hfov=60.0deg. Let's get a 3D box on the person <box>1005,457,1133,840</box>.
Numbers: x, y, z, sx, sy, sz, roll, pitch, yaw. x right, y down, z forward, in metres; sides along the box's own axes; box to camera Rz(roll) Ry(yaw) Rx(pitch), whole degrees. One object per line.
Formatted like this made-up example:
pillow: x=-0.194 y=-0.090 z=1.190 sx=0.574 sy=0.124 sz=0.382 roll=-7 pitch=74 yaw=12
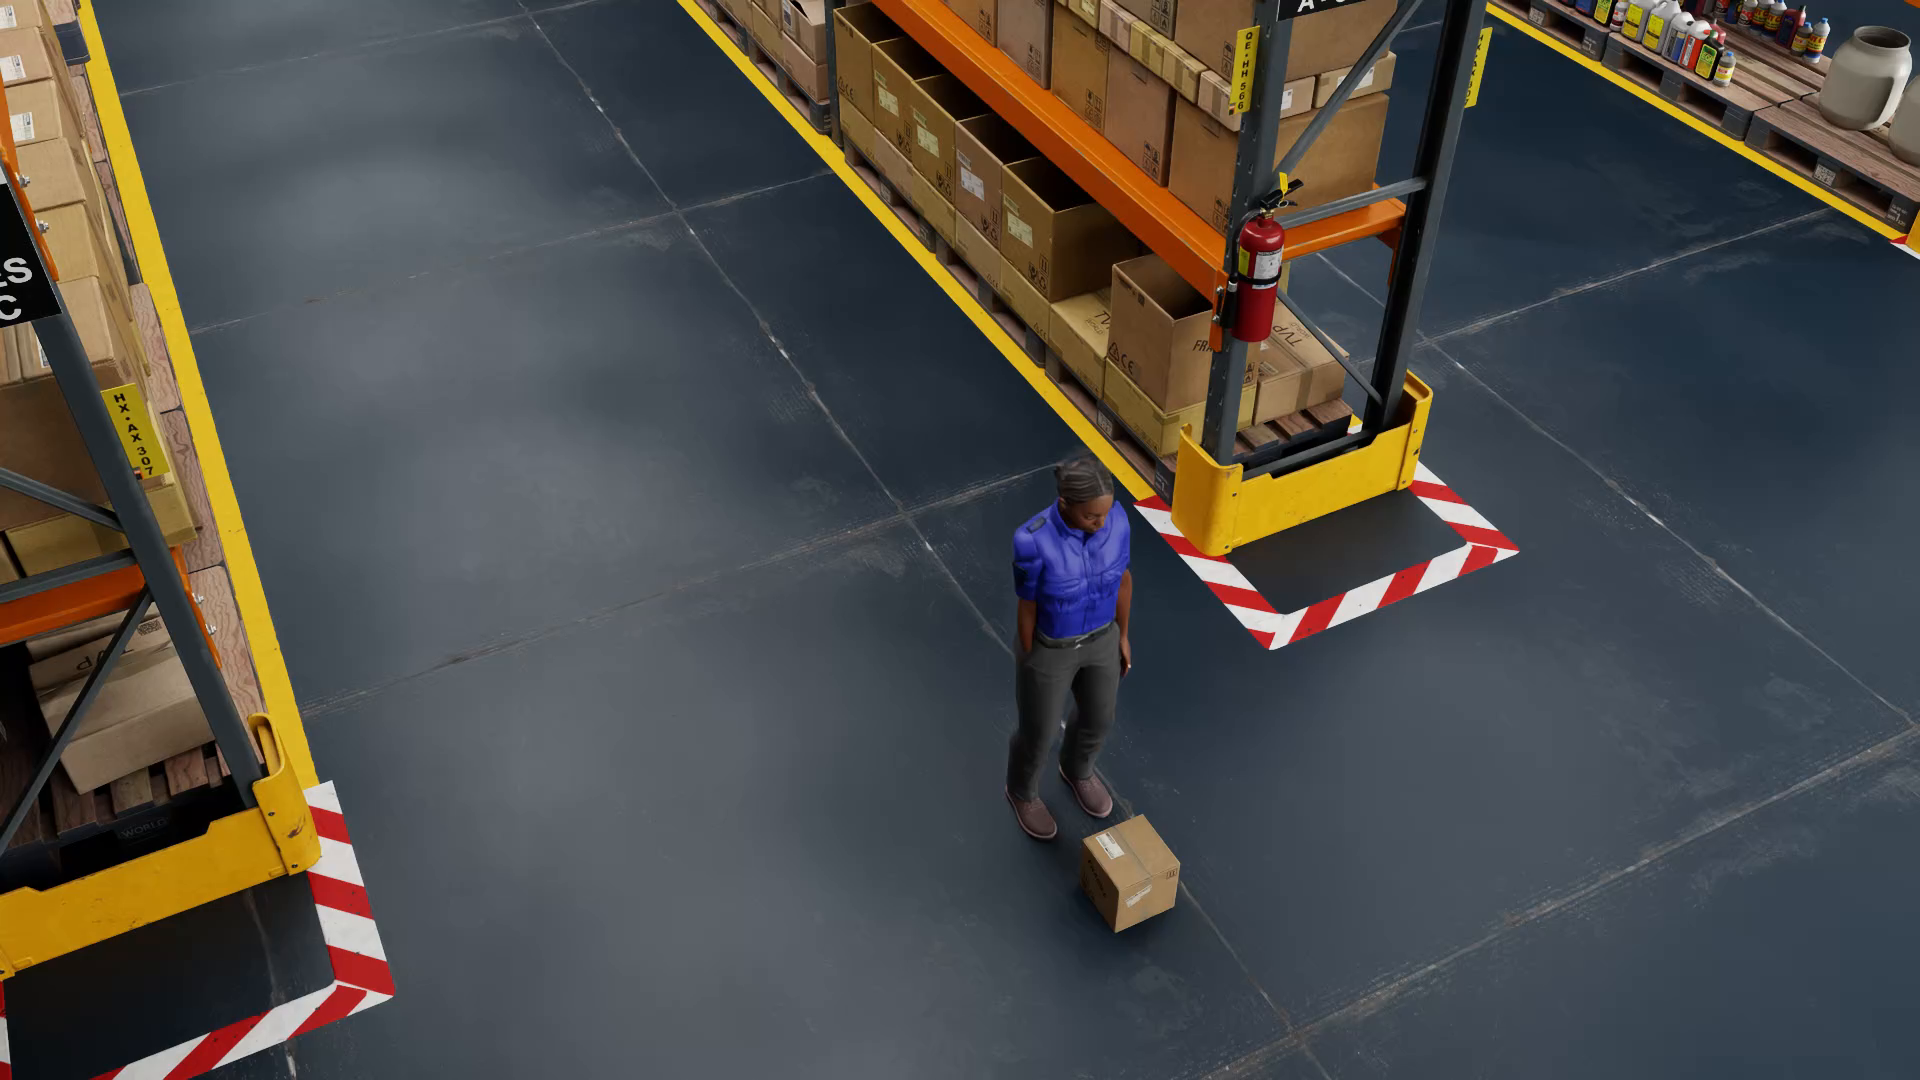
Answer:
person: x=0.392 y=0.368 z=5.758 sx=0.440 sy=1.651 sz=0.304 roll=-18 pitch=45 yaw=-19
